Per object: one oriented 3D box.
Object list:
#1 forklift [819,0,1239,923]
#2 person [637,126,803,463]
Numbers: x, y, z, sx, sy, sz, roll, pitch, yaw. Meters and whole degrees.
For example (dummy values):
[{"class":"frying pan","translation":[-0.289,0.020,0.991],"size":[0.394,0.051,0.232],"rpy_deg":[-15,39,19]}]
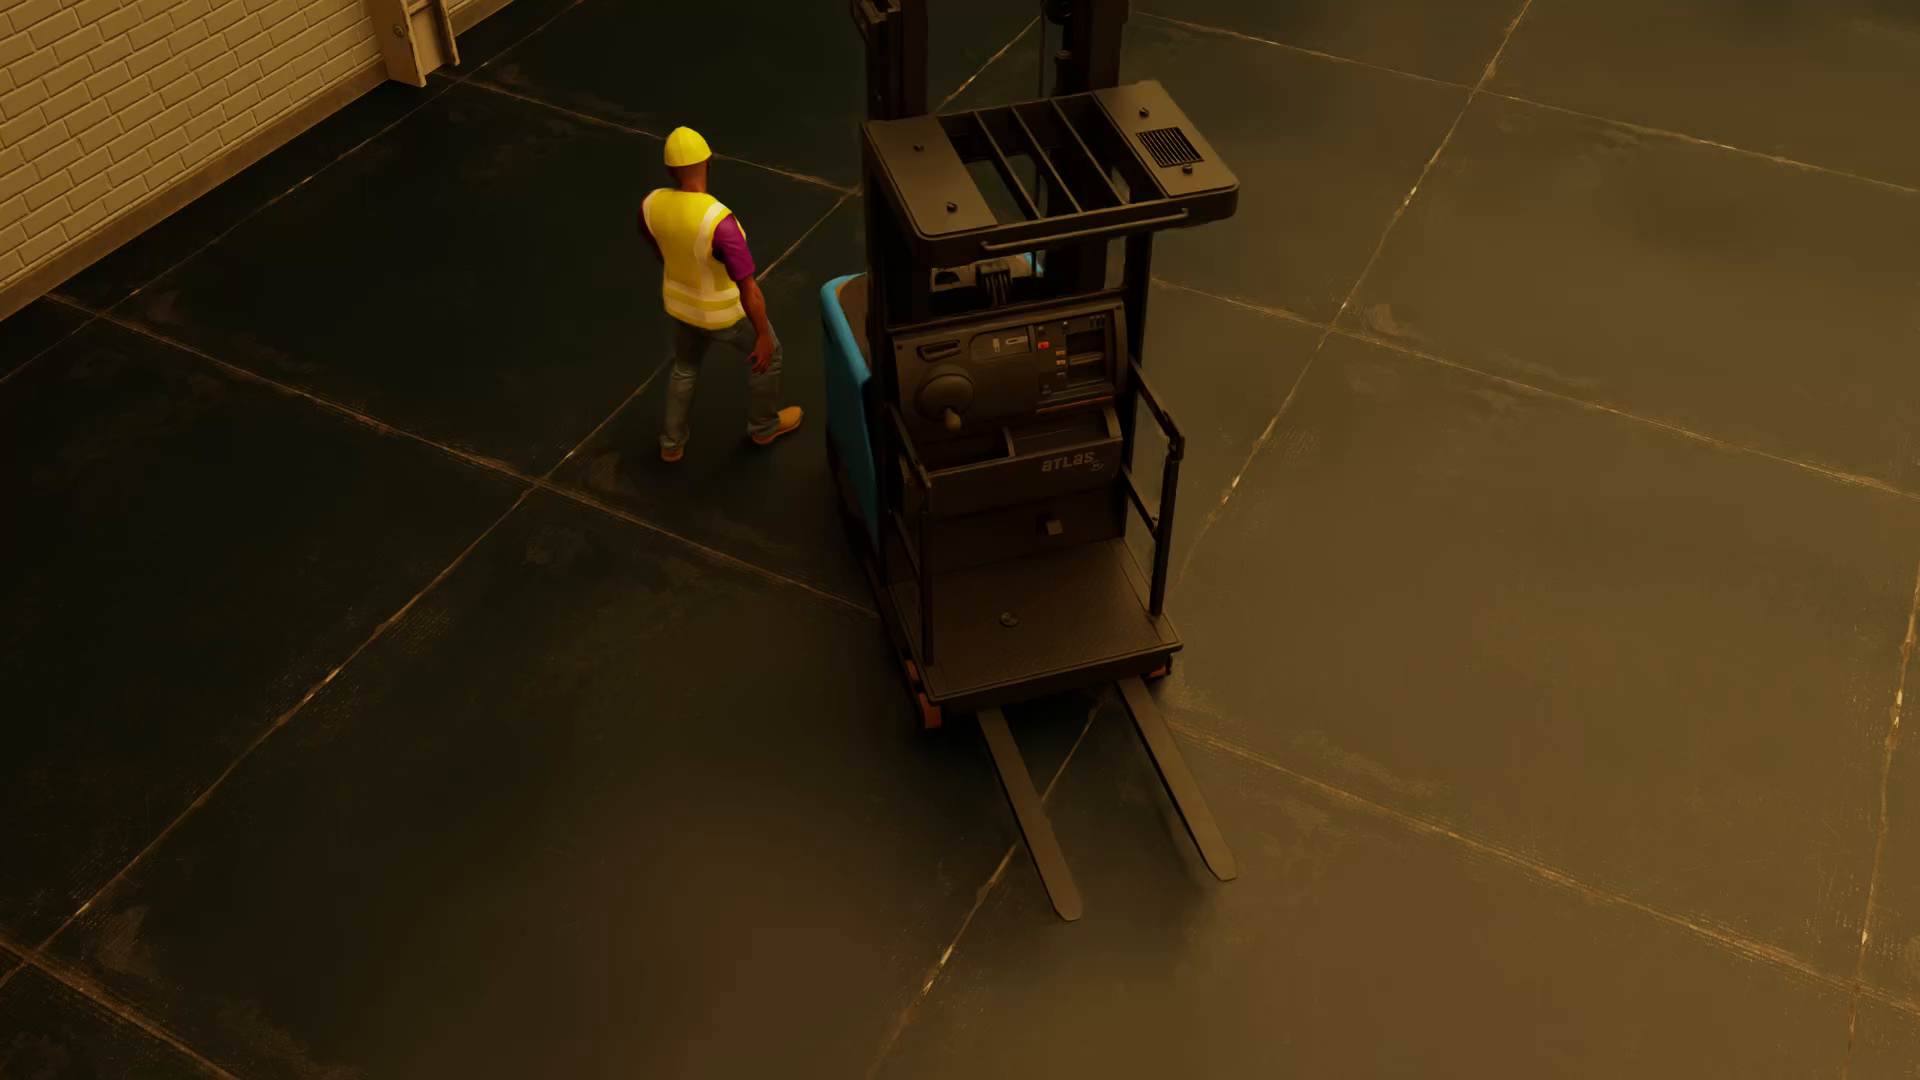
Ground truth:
[{"class":"forklift","translation":[0.265,-0.585,6.275],"size":[1.130,2.935,3.031],"rpy_deg":[-12,45,-12]},{"class":"person","translation":[-1.115,-1.115,7.737],"size":[0.803,1.712,0.656],"rpy_deg":[23,48,23]}]
